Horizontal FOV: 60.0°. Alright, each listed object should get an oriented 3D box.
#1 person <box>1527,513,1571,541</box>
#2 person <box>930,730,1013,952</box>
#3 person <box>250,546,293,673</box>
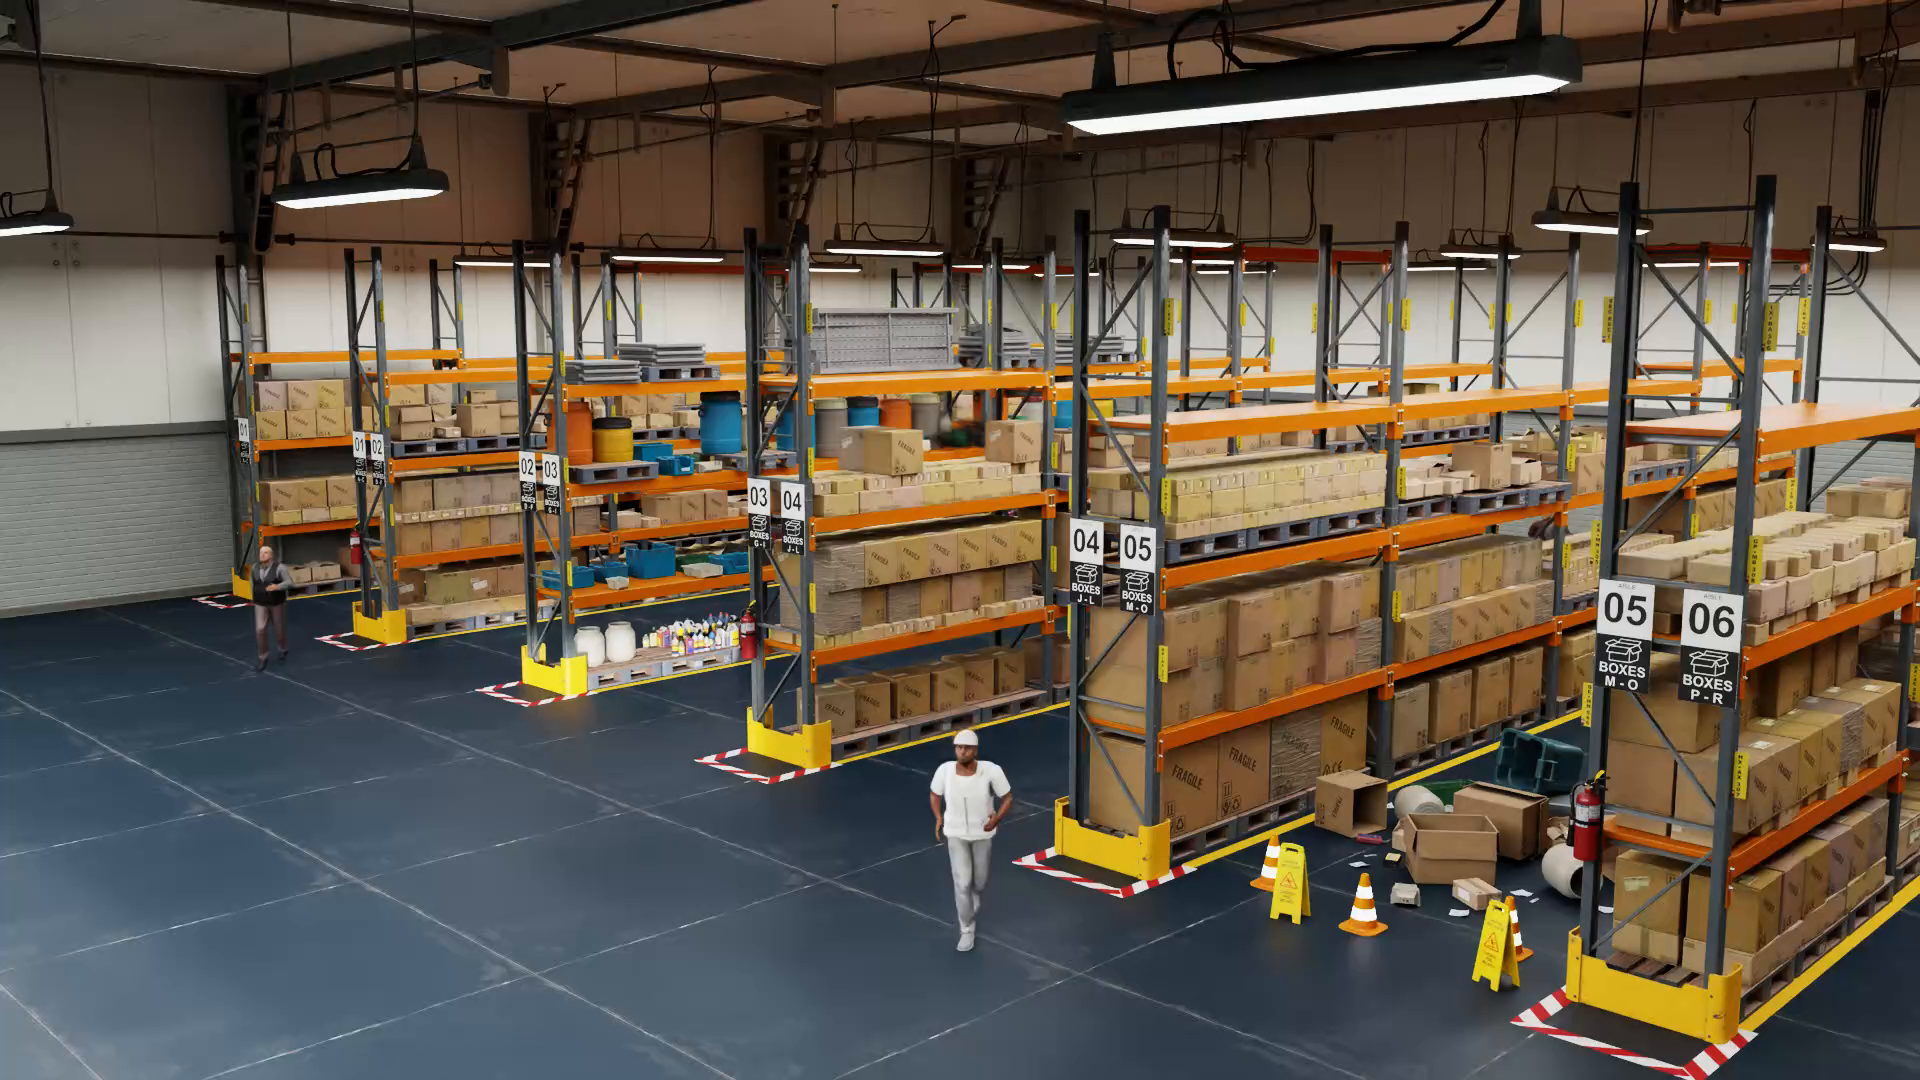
[{"bbox_3d":[10.139,0.267,28.655,0.722,1.728,0.963,3,9,18],"label":"person"},{"bbox_3d":[0.085,2.400,13.592,0.691,1.756,0.770,1,8,5],"label":"person"},{"bbox_3d":[-9.819,0.953,23.731,0.641,1.767,0.795,-1,8,-8],"label":"person"}]
